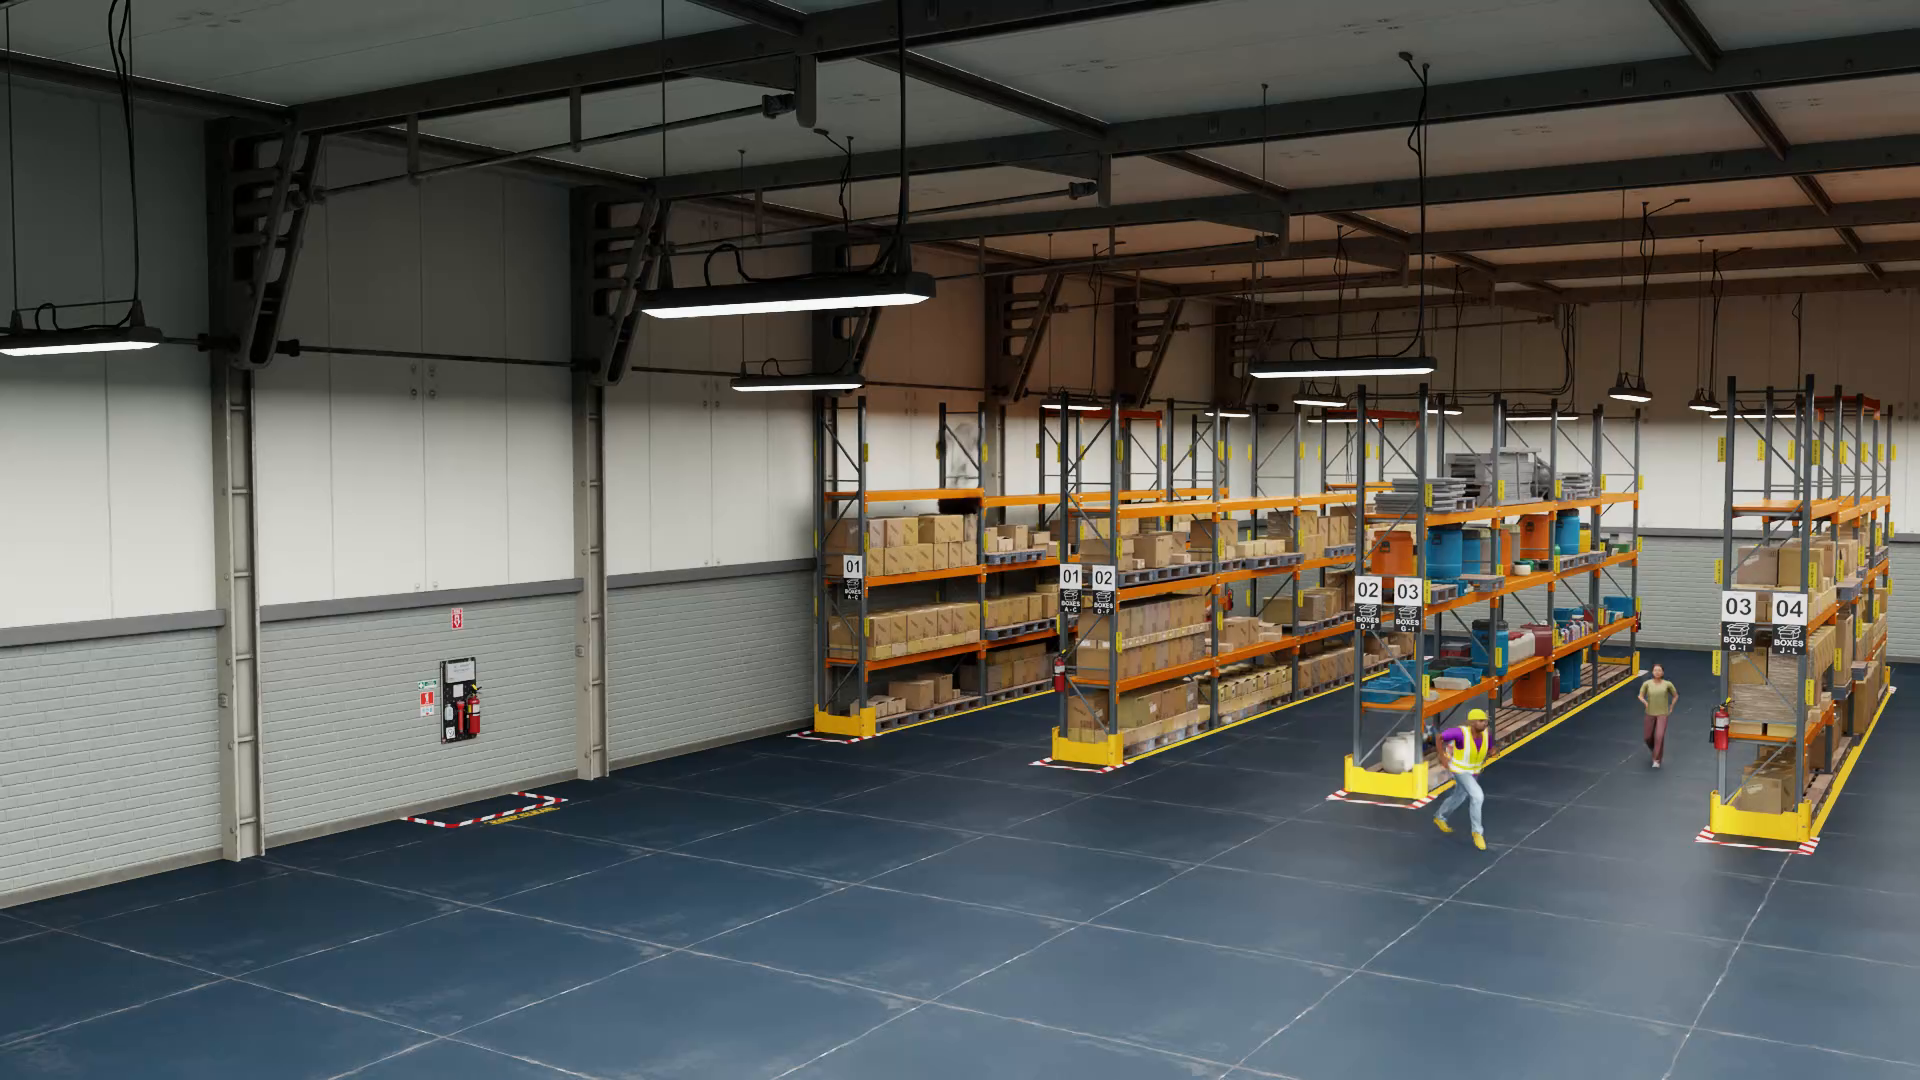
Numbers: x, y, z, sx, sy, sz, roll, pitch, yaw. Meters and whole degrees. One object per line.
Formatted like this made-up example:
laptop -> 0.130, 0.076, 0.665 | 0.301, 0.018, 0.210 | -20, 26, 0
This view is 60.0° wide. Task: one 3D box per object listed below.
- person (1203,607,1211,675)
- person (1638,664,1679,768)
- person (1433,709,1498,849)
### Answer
person -> 5.327, 2.290, 35.701 | 0.668, 1.711, 0.821 | 2, 3, 29
person -> 11.157, 2.789, 26.587 | 0.588, 1.628, 0.758 | 1, 3, 26
person -> 6.466, 3.024, 21.384 | 0.691, 1.772, 0.965 | -2, 4, -33
